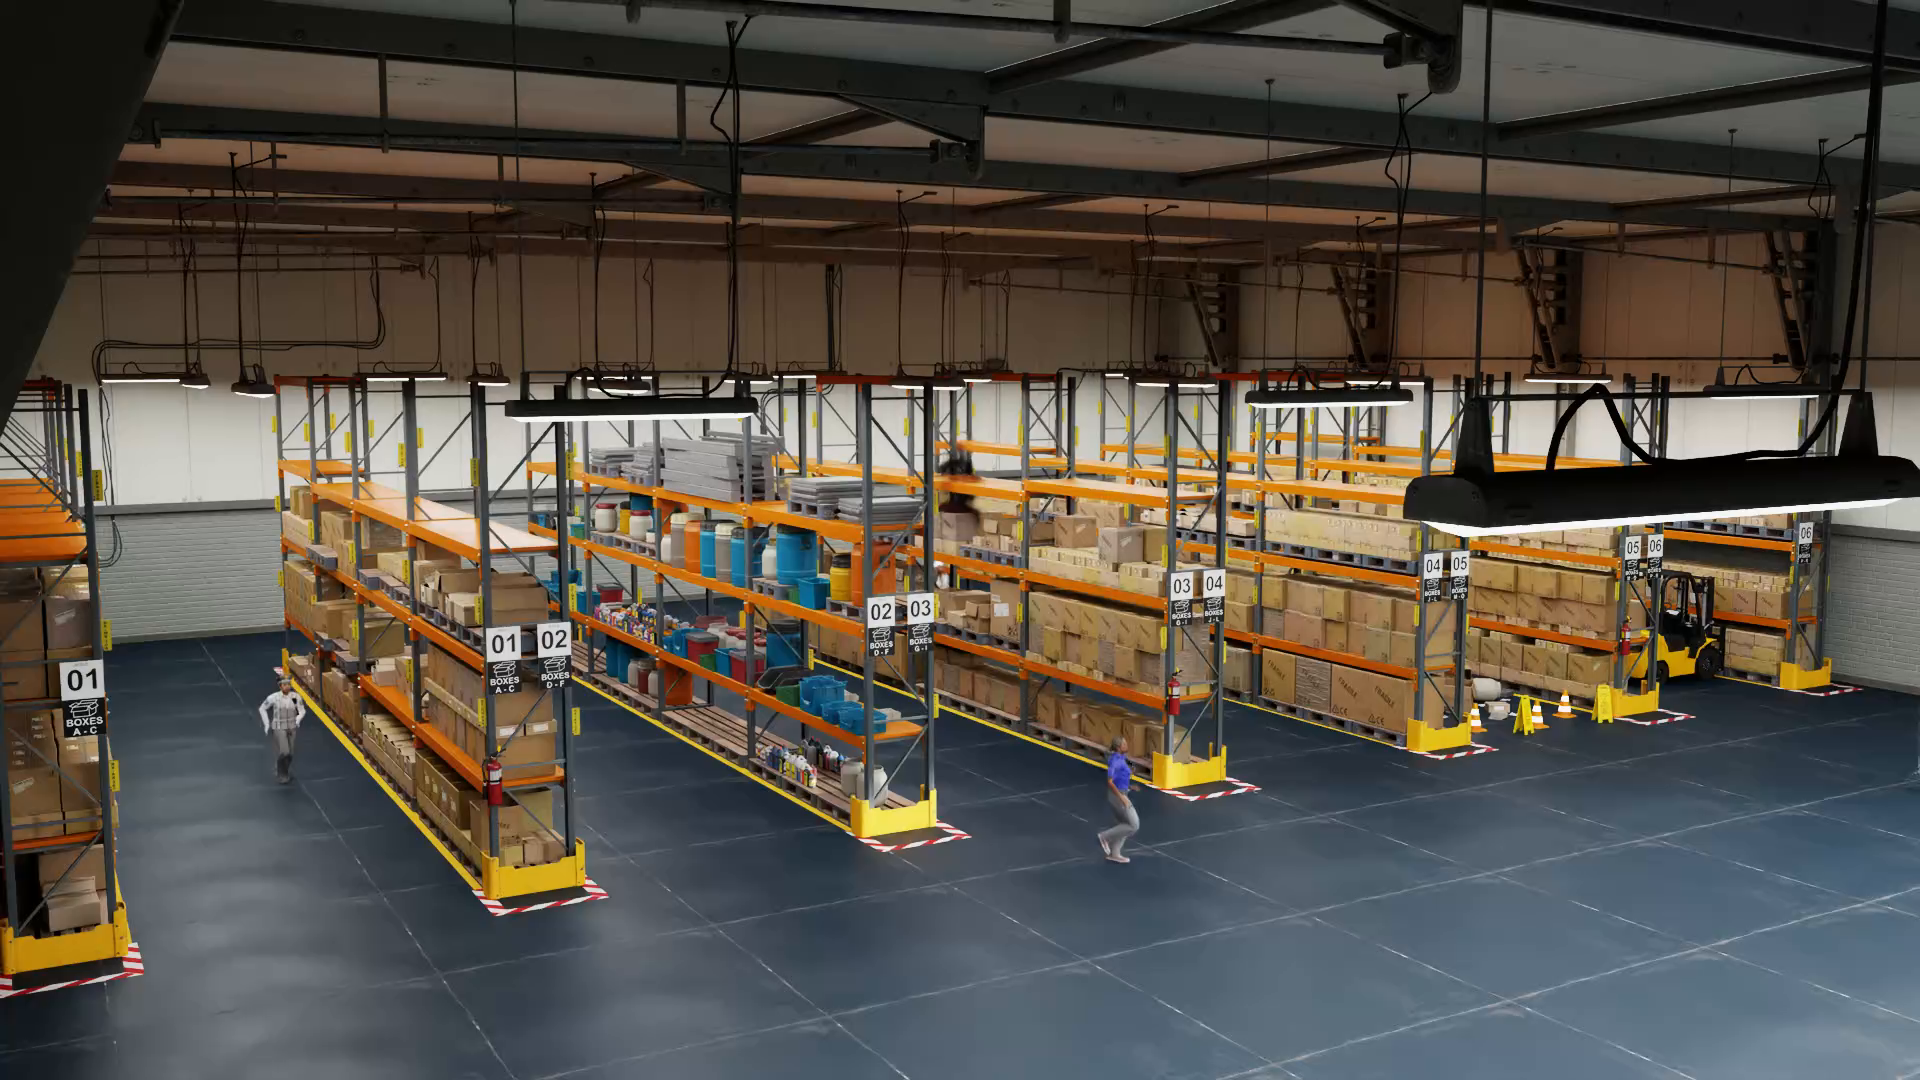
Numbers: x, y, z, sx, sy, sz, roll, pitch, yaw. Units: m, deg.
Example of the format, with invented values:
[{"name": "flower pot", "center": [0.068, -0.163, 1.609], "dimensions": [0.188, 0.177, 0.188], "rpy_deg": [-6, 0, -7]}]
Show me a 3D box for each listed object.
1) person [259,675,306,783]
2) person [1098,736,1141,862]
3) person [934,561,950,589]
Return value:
[{"name": "person", "center": [-9.955, 2.808, 24.601], "dimensions": [0.583, 1.642, 0.585], "rpy_deg": [-5, 8, -41]}, {"name": "person", "center": [2.004, 3.265, 20.902], "dimensions": [0.562, 1.607, 0.584], "rpy_deg": [0, 6, -1]}, {"name": "person", "center": [-0.522, 1.326, 37.936], "dimensions": [0.646, 1.745, 0.819], "rpy_deg": [-3, 7, -26]}]
